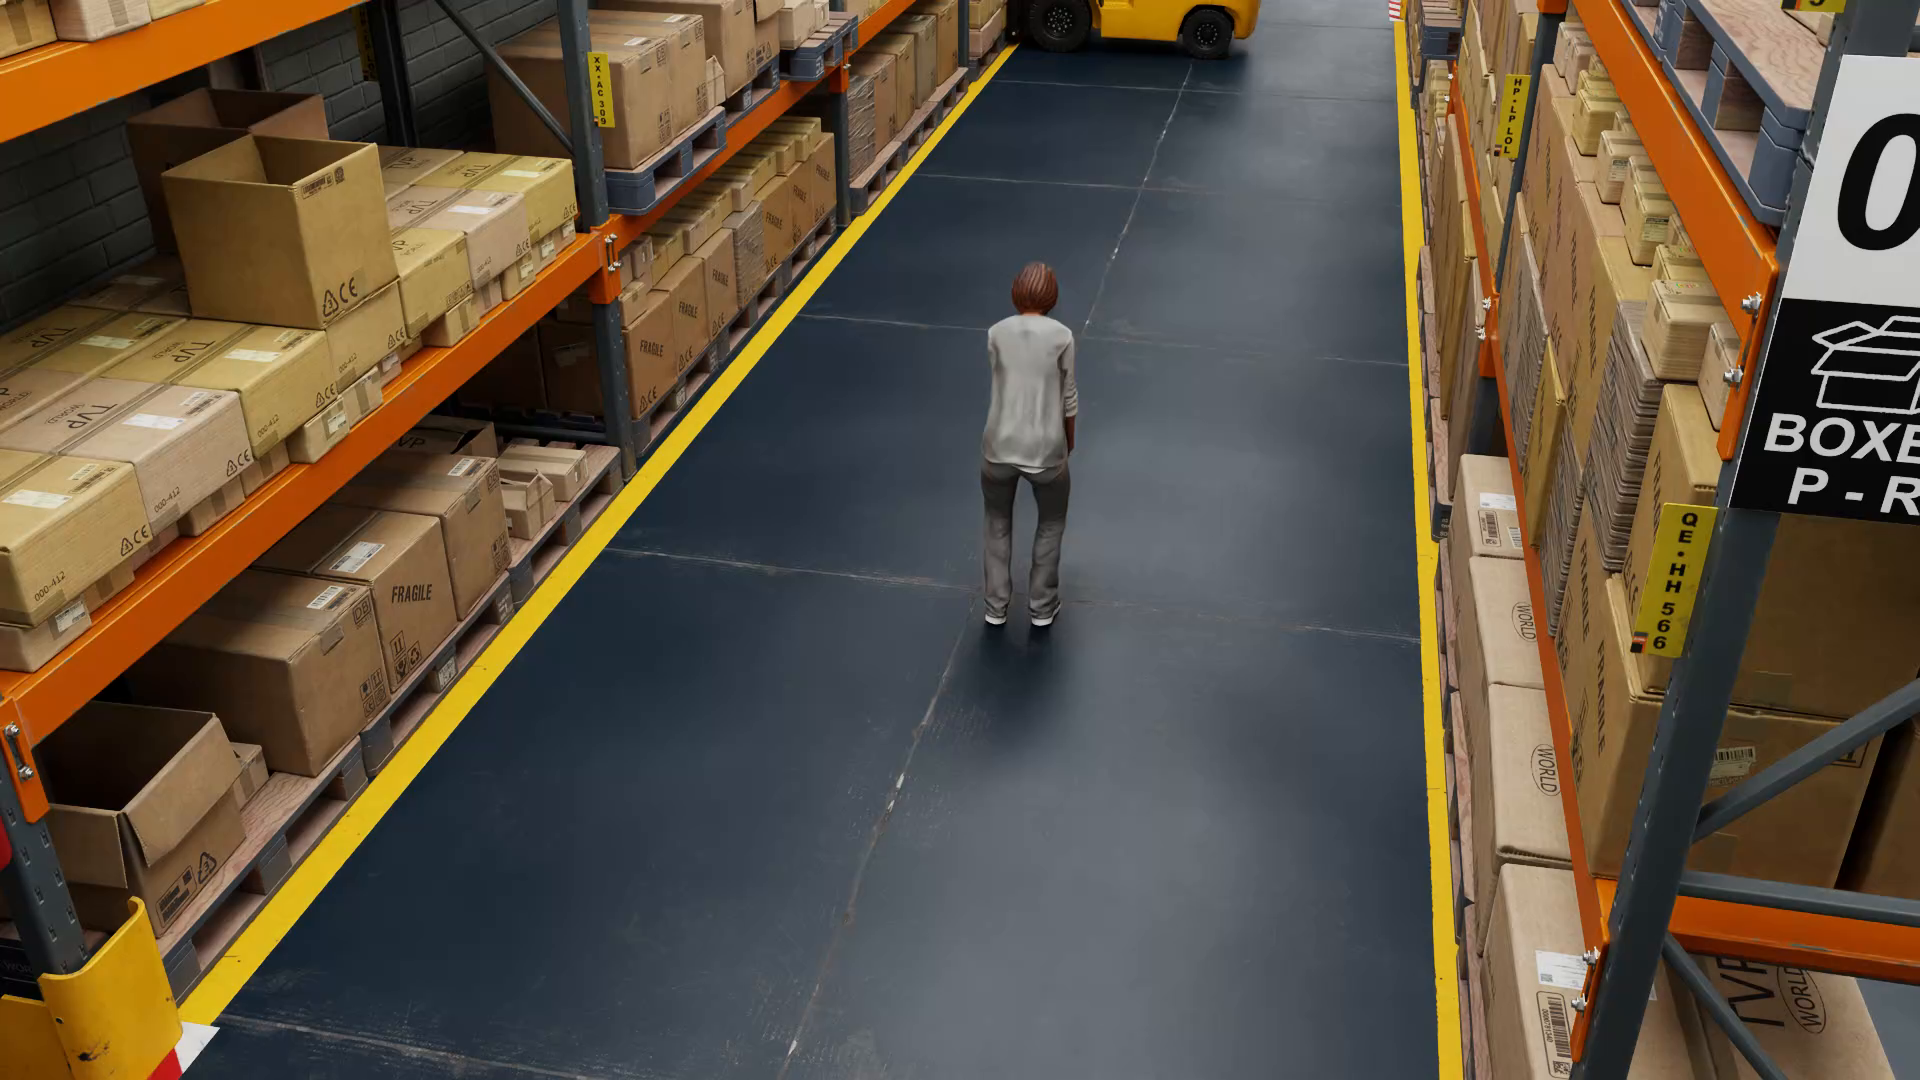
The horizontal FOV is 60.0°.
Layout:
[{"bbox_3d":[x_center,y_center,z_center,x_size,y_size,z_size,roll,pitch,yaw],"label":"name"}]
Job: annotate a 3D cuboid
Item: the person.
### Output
[{"bbox_3d":[0.283,-0.364,6.878,0.371,1.515,0.553,5,30,10],"label":"person"}]
